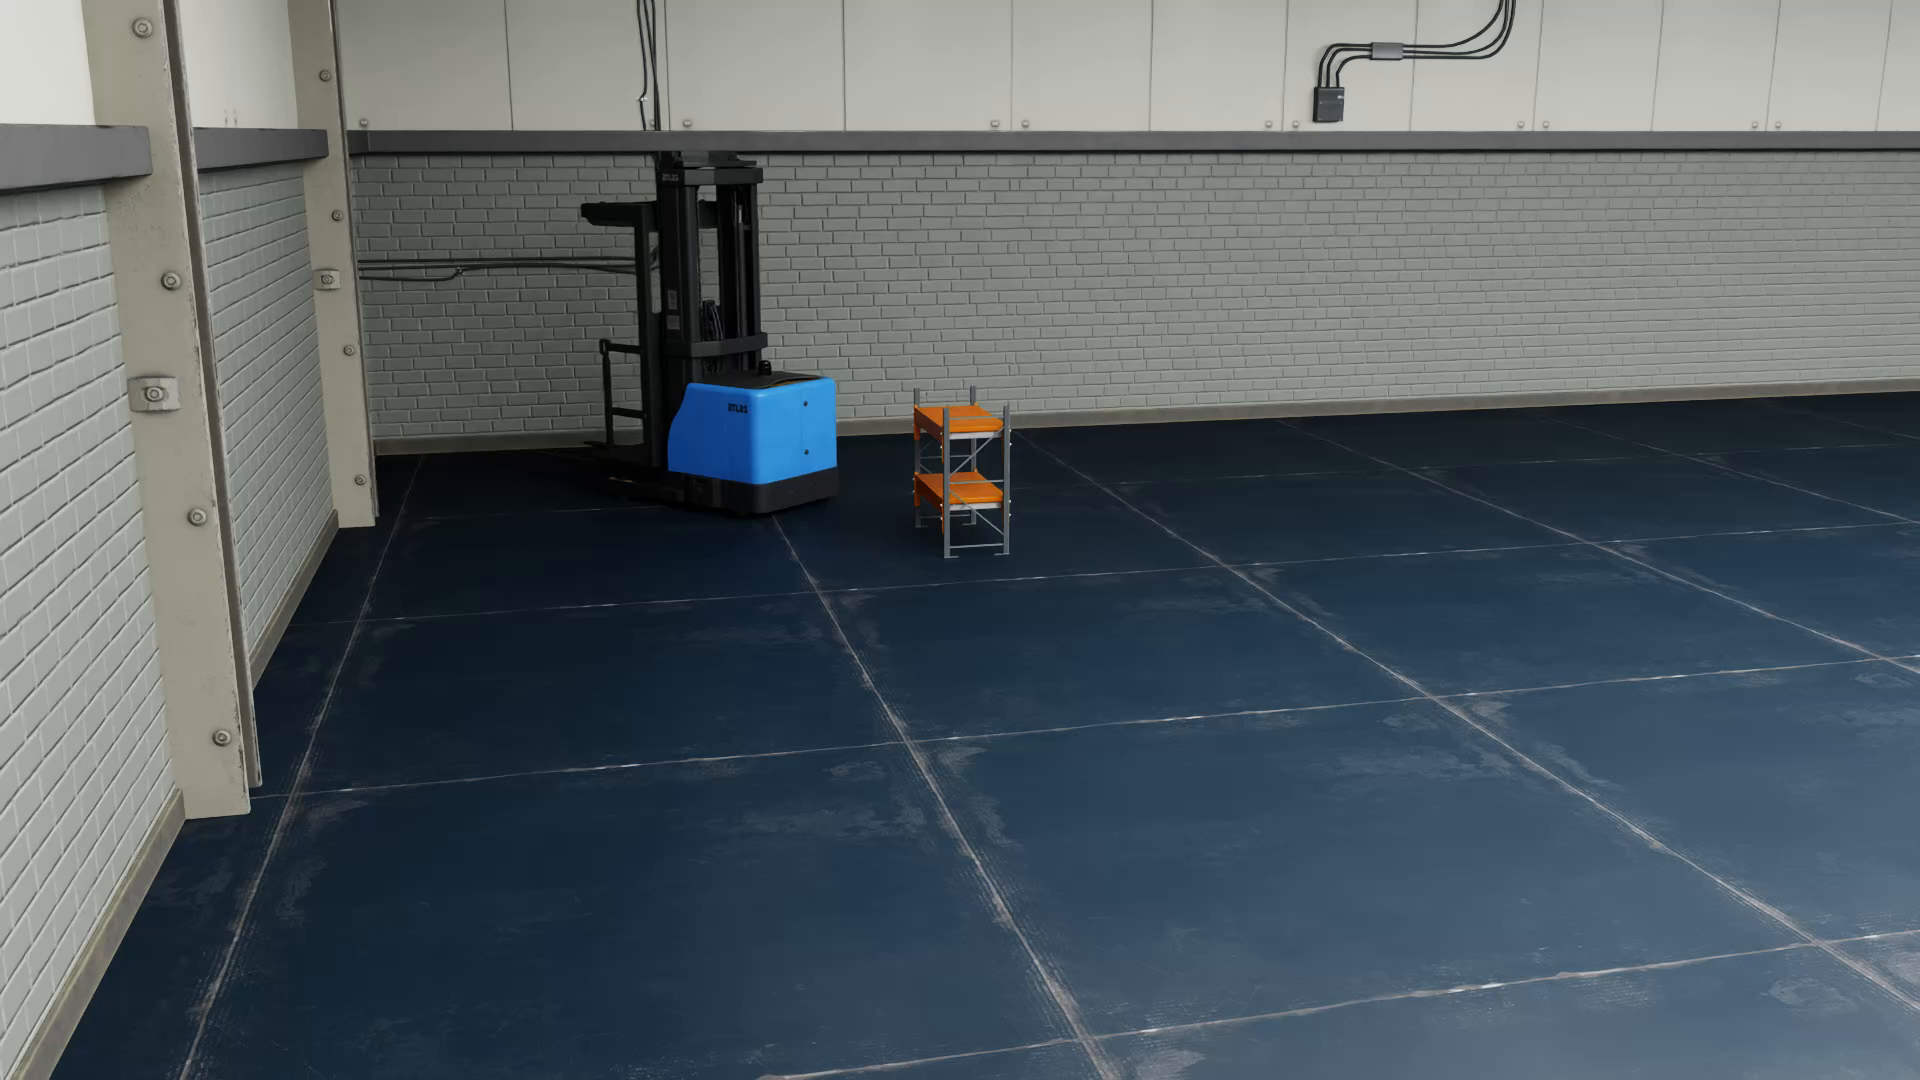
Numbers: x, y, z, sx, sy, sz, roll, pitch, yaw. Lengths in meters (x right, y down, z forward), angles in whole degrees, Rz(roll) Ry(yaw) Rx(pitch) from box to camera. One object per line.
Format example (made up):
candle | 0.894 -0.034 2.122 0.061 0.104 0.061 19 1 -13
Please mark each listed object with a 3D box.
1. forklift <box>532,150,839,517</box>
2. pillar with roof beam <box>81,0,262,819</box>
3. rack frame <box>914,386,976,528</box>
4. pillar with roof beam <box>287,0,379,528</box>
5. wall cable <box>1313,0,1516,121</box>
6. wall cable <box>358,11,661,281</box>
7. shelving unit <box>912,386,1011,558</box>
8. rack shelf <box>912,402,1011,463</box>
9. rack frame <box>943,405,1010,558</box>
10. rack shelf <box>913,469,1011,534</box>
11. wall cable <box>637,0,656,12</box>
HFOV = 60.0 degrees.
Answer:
forklift | -2.524 -1.870 14.405 3.031 2.935 1.130 10 17 35
pillar with roof beam | 0.684 -3.377 7.789 9.100 9.000 0.400 -3 14 -13
rack frame | -0.118 -0.662 13.267 0.500 1.125 0.032 -3 14 -13
pillar with roof beam | -0.725 -4.761 13.455 9.100 9.000 0.400 -3 14 -13
wall cable | 4.915 -7.452 17.304 2.305 6.003 0.169 -3 14 -13
wall cable | -4.316 -3.766 15.925 3.097 2.526 0.112 -3 14 -13
shelving unit | 0.002 -0.545 12.787 0.538 1.125 1.048 -3 14 -13
rack shelf | 0.002 -0.829 12.718 0.538 0.278 1.000 -3 14 -13
rack frame | 0.121 -0.428 12.307 0.500 1.125 0.032 -3 14 -13
rack shelf | 0.002 -0.307 12.845 0.538 0.278 1.000 -3 14 -13
wall cable | -1.687 -6.370 15.943 3.097 2.526 0.112 -3 14 -13
